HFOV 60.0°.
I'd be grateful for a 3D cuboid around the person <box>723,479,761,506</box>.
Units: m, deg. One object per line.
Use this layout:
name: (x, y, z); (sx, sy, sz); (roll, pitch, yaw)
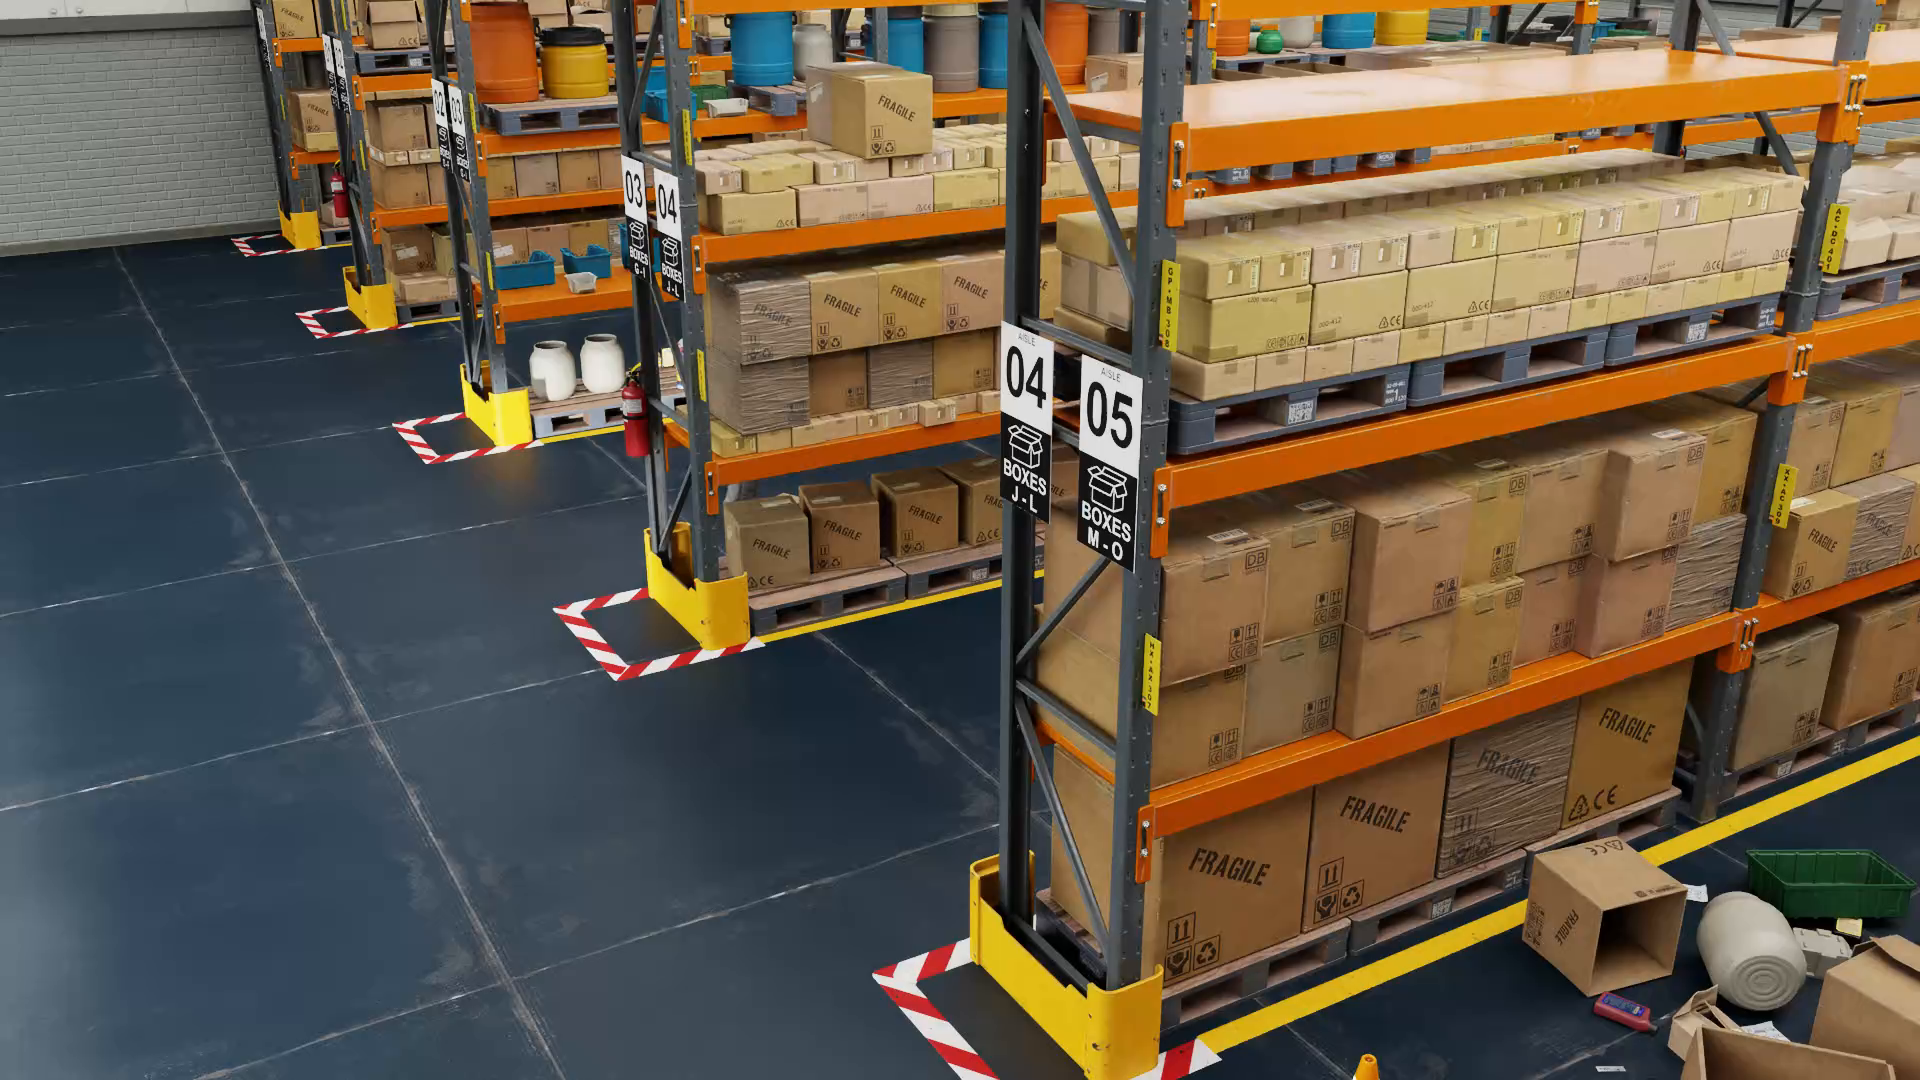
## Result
person: (-1.739, -0.904, 13.498); (0.497, 1.482, 0.447); (14, 26, 31)
